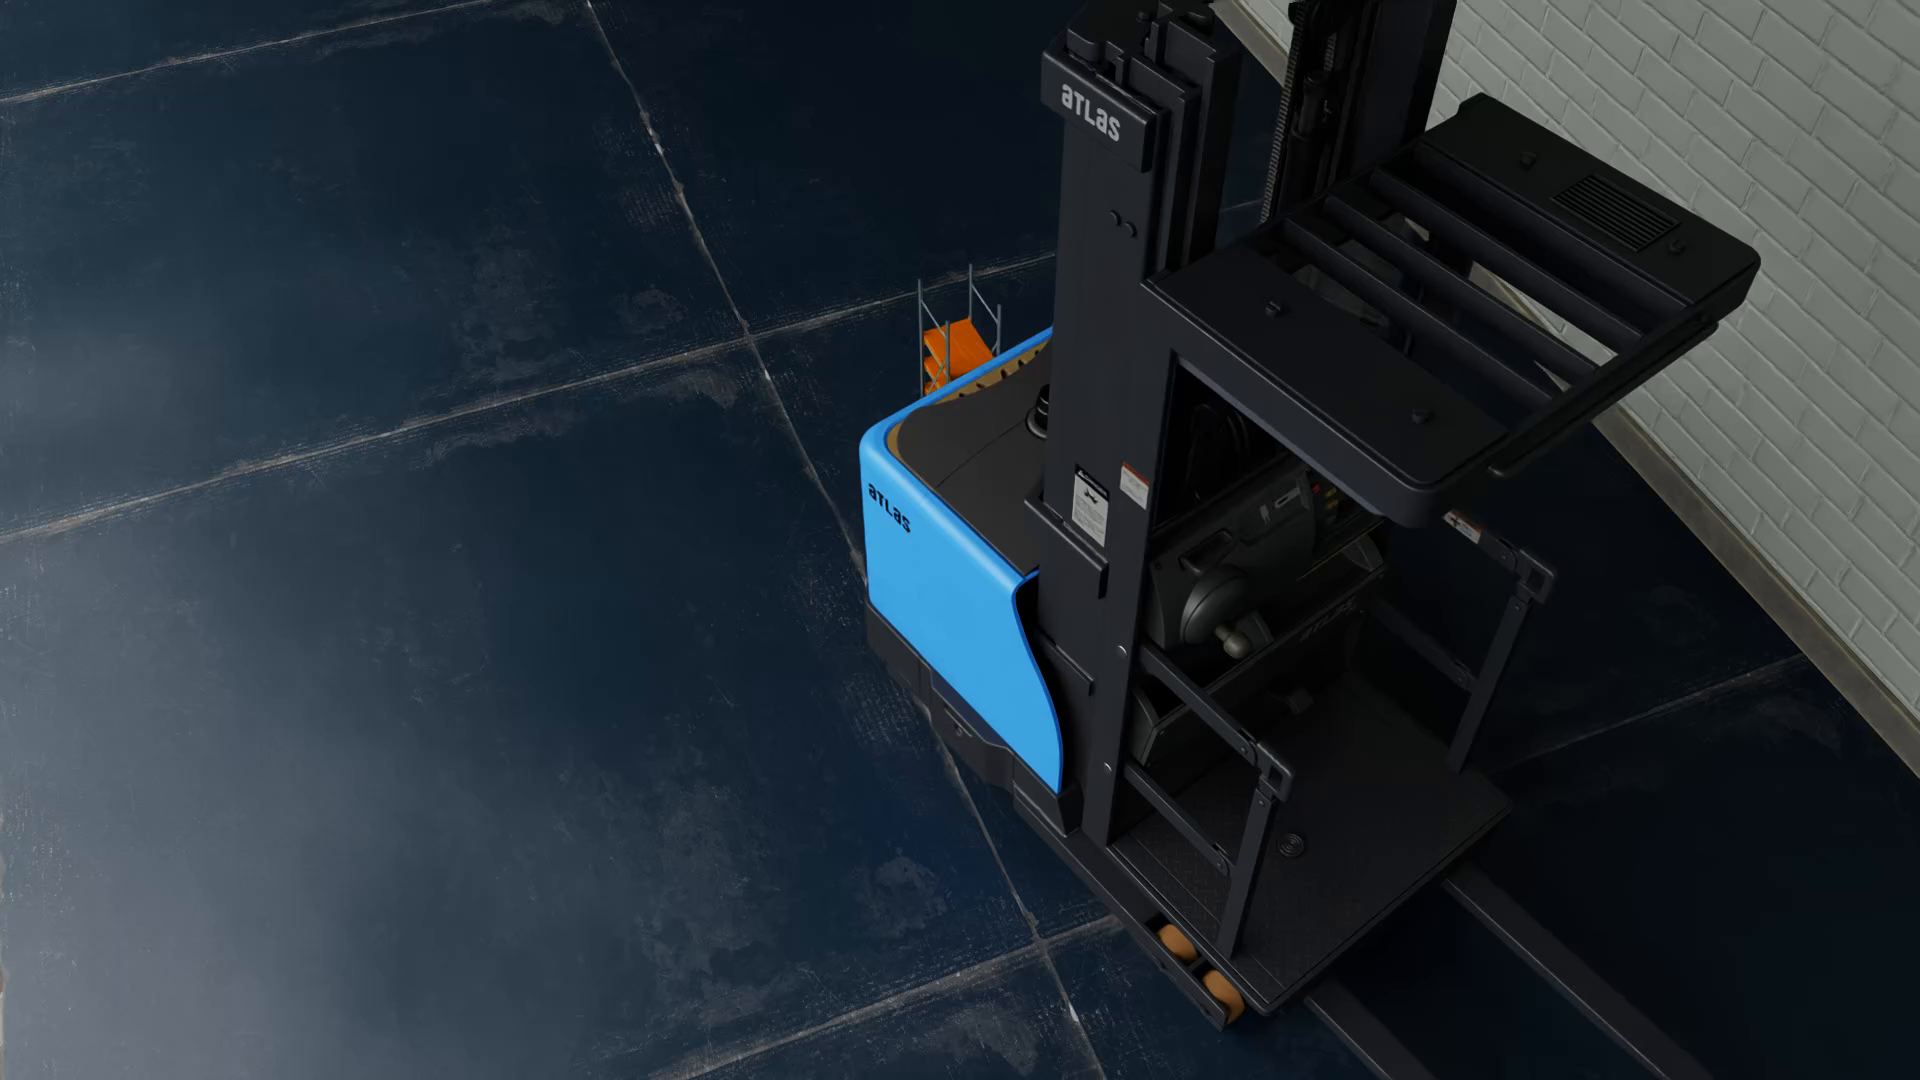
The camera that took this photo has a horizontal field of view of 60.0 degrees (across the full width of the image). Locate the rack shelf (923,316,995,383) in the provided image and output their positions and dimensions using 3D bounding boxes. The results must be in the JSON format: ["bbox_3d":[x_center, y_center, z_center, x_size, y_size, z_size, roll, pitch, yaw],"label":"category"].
[{"bbox_3d":[-0.002,-0.612,5.569,0.180,0.103,0.258,-19,52,-15],"label":"rack shelf"}]

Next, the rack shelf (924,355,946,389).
[{"bbox_3d":[-0.002,-0.534,5.660,0.180,0.103,0.258,-19,52,-15],"label":"rack shelf"}]

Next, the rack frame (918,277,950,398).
[{"bbox_3d":[-0.085,-0.378,5.783,0.006,1.200,0.240,-19,52,-15],"label":"rack frame"}]

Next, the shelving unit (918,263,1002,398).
[{"bbox_3d":[-0.002,-0.406,5.808,0.189,1.200,0.258,-19,52,-15],"label":"shelving unit"}]

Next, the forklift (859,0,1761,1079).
[{"bbox_3d":[0.984,0.063,4.264,1.130,2.935,3.031,-31,56,-24],"label":"forklift"}]

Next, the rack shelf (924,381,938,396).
[{"bbox_3d":[-0.002,-0.456,5.751,0.180,0.103,0.258,-19,52,-15],"label":"rack shelf"}]

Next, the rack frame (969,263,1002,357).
[{"bbox_3d":[0.082,-0.435,5.832,0.006,1.200,0.240,-19,52,-15],"label":"rack frame"}]
